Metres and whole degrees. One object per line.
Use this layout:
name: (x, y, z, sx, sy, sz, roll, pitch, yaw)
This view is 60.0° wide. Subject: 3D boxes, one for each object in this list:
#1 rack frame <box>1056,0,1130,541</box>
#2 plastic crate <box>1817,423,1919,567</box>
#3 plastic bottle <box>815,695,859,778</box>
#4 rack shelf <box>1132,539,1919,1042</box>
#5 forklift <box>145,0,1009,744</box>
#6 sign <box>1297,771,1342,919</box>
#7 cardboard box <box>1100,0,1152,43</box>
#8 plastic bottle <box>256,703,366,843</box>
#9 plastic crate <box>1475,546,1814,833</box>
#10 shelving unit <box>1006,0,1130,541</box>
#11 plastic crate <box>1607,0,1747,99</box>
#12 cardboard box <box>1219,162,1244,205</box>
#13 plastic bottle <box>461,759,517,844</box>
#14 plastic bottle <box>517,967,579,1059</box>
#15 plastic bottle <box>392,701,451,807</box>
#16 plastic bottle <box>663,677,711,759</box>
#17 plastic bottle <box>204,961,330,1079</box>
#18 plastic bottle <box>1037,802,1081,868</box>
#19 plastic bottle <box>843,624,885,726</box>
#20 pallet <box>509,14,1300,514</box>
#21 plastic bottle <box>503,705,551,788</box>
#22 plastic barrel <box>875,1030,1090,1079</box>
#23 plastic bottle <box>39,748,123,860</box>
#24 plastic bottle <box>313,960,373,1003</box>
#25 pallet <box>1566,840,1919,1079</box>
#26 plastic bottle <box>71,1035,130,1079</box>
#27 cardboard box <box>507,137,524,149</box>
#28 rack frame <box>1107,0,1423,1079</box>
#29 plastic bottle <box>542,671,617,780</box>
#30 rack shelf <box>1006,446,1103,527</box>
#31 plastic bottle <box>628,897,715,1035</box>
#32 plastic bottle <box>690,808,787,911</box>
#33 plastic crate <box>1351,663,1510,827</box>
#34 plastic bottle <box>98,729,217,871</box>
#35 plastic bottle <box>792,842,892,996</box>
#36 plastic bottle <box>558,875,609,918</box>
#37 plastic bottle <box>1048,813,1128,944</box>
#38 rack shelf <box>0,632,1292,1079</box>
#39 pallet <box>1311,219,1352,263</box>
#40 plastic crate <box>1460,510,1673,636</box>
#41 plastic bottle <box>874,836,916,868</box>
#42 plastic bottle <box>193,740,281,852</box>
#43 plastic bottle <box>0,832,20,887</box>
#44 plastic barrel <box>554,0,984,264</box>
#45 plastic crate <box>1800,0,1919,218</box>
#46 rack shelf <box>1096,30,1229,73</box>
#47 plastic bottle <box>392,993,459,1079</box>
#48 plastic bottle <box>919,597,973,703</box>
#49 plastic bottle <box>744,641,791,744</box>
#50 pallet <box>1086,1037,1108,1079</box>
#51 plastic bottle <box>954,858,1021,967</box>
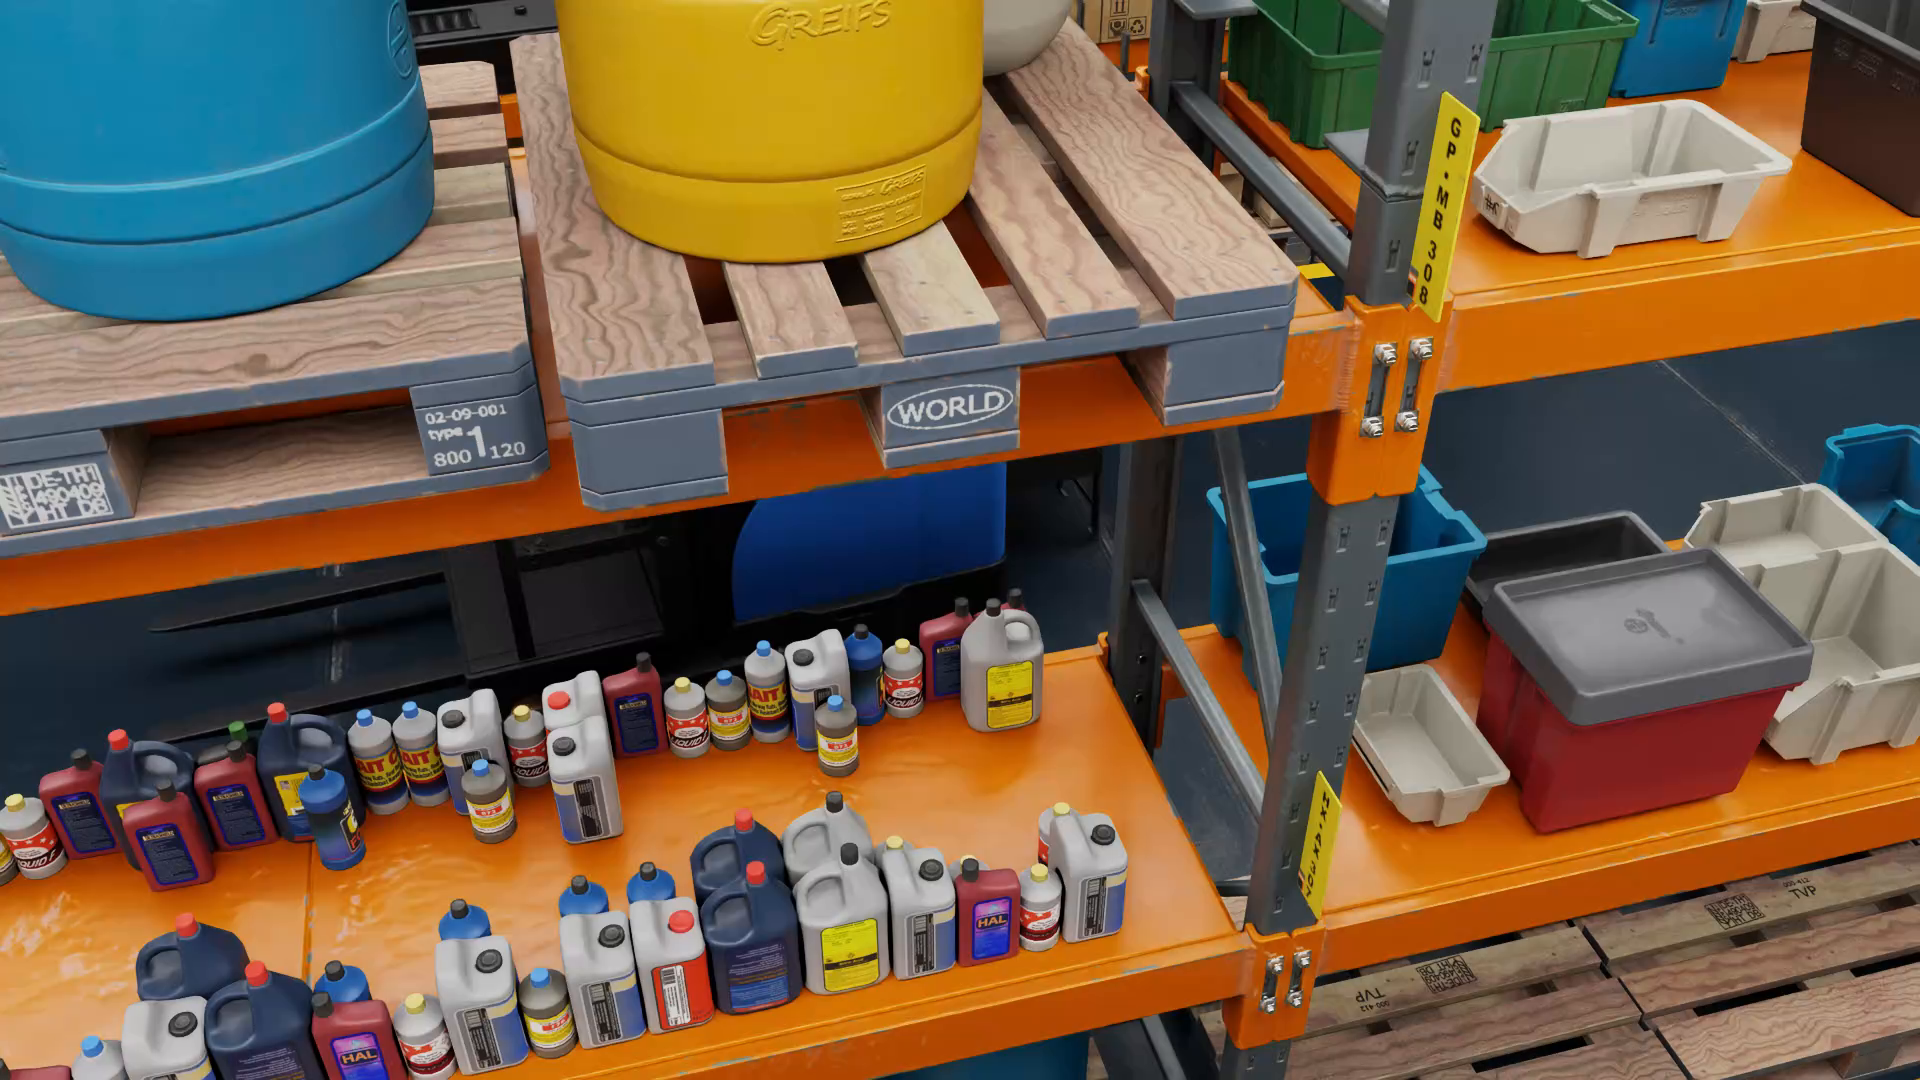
rack frame: (0.485, -0.945, 6.257, 0.015, 2.100, 0.400, -13, 39, -16)
plastic crate: (2.540, -0.100, 4.500, 0.300, 0.233, 0.416, -9, 38, -12)
plastic bottle: (-0.286, 0.446, 3.862, 0.097, 0.201, 0.097, 0, 37, 0)
rack shelf: (2.494, 0.358, 4.406, 4.000, 0.370, 1.077, -9, 38, -12)
forklift: (-1.391, -0.822, 5.412, 3.031, 2.935, 1.130, -13, 39, -16)
sign: (0.705, 0.602, 3.267, 0.005, 0.325, 0.100, -9, 38, -12)
cardboard box: (0.816, -2.639, 7.648, 0.500, 0.500, 0.500, -10, 38, -12)
plastic bottle: (-1.444, 0.496, 3.674, 0.185, 0.351, 0.144, -9, 38, -12)
plastic crate: (1.491, 0.345, 3.728, 0.583, 0.464, 0.402, -9, 38, -12)
shelving unit: (0.256, -0.893, 6.190, 0.503, 2.100, 0.431, -13, 39, -16)
plastic crate: (1.359, -1.068, 3.346, 0.300, 0.233, 0.416, -9, 38, -12)
cardboard box: (1.088, -2.001, 8.590, 0.637, 0.503, 0.797, -9, 38, -12)
plastic bottle: (-1.050, 0.571, 3.698, 0.097, 0.201, 0.097, 0, 37, 0)
plastic bottle: (-0.807, 0.913, 3.251, 0.097, 0.201, 0.097, 0, 37, 0)
plastic bottle: (-1.220, 0.476, 3.765, 0.097, 0.271, 0.097, 0, 37, 0)
plastic bottle: (-0.643, 0.409, 3.910, 0.097, 0.201, 0.097, 0, 37, 0)
plastic bottle: (-1.302, 0.920, 3.118, 0.185, 0.351, 0.144, -9, 38, -12)
plastic bottle: (0.217, 0.650, 3.596, 0.097, 0.201, 0.097, 0, 37, 0)
plastic bottle: (-0.231, 0.313, 3.977, 0.097, 0.271, 0.097, 0, 37, 0)
pallet: (-0.168, -0.546, 2.682, 1.003, 0.211, 1.213, -9, 38, -12)
plastic bottle: (-0.996, 0.467, 3.835, 0.097, 0.201, 0.097, 0, 37, 0)
plastic barrel: (0.034, 1.132, 4.183, 0.708, 0.901, 0.600, -9, 38, -12)
plastic bottle: (-1.916, 0.573, 3.628, 0.133, 0.283, 0.061, -9, 38, -12)
plastic bottle: (-1.176, 0.908, 3.201, 0.097, 0.271, 0.097, 0, 37, 0)
pallet: (2.443, 1.162, 5.058, 1.213, 0.211, 1.003, -9, 38, -12)
plastic bottle: (-1.562, 1.009, 3.068, 0.097, 0.271, 0.097, 0, 37, 0)
cardboard box: (-2.220, -1.905, 7.849, 0.500, 0.250, 0.500, -9, 38, -12)
rack frame: (0.563, 0.389, 3.773, 0.127, 3.000, 1.000, -9, 38, -12)
plastic bottle: (-0.877, 0.435, 3.815, 0.135, 0.276, 0.152, -9, 38, -12)
rack shelf: (0.256, -0.327, 6.623, 0.480, 0.518, 0.431, -13, 39, -16)
plastic bottle: (-0.572, 0.828, 3.301, 0.135, 0.276, 0.152, -9, 38, -12)
plastic bottle: (-0.455, 0.691, 3.419, 0.185, 0.351, 0.144, -9, 38, -12)
plastic crate: (1.050, 0.480, 3.822, 0.243, 0.136, 0.396, -9, 38, -12)
plastic bottle: (-1.751, 0.546, 3.608, 0.185, 0.351, 0.144, -9, 38, -12)
plastic bottle: (-0.239, 0.746, 3.347, 0.185, 0.351, 0.144, -9, 38, -12)
plastic bottle: (-0.753, 0.781, 3.366, 0.097, 0.271, 0.097, 0, 37, 0)
plastic bottle: (0.267, 0.690, 3.481, 0.135, 0.276, 0.152, -9, 38, -12)
rack shelf: (-1.367, 0.991, 3.577, 4.000, 0.370, 1.077, -9, 38, -12)
pallet: (2.294, -1.904, 9.066, 1.213, 0.211, 1.003, -9, 38, -12)
plastic crate: (1.574, 0.139, 4.276, 0.590, 0.125, 0.437, -9, 38, -12)
plastic bottle: (-0.136, 0.707, 3.520, 0.097, 0.201, 0.097, 0, 37, 0)
plastic bottle: (-1.592, 0.559, 3.647, 0.133, 0.283, 0.061, -9, 38, -12)
plastic bottle: (-2.116, 0.650, 3.594, 0.097, 0.201, 0.097, 0, 37, 0)
plastic barrel: (-0.265, -0.780, 2.332, 0.600, 0.588, 0.600, 0, 37, 0)
plastic crate: (1.834, -0.787, 2.948, 0.590, 0.269, 0.497, -9, 38, -12)
rack shelf: (1.206, -2.548, 8.205, 4.000, 0.370, 1.077, -9, 38, -12)
plastic bottle: (-1.031, 0.950, 3.203, 0.097, 0.201, 0.097, 0, 37, 0)
plastic bottle: (-0.031, 0.264, 4.032, 0.133, 0.283, 0.061, -9, 38, -12)
plastic bottle: (-0.455, 0.350, 3.929, 0.097, 0.271, 0.097, 0, 37, 0)
pallet: (-0.192, 1.594, 4.492, 1.213, 0.211, 1.003, -9, 38, -12)
plastic bottle: (0.056, 0.751, 3.396, 0.133, 0.283, 0.061, -9, 38, -12)
